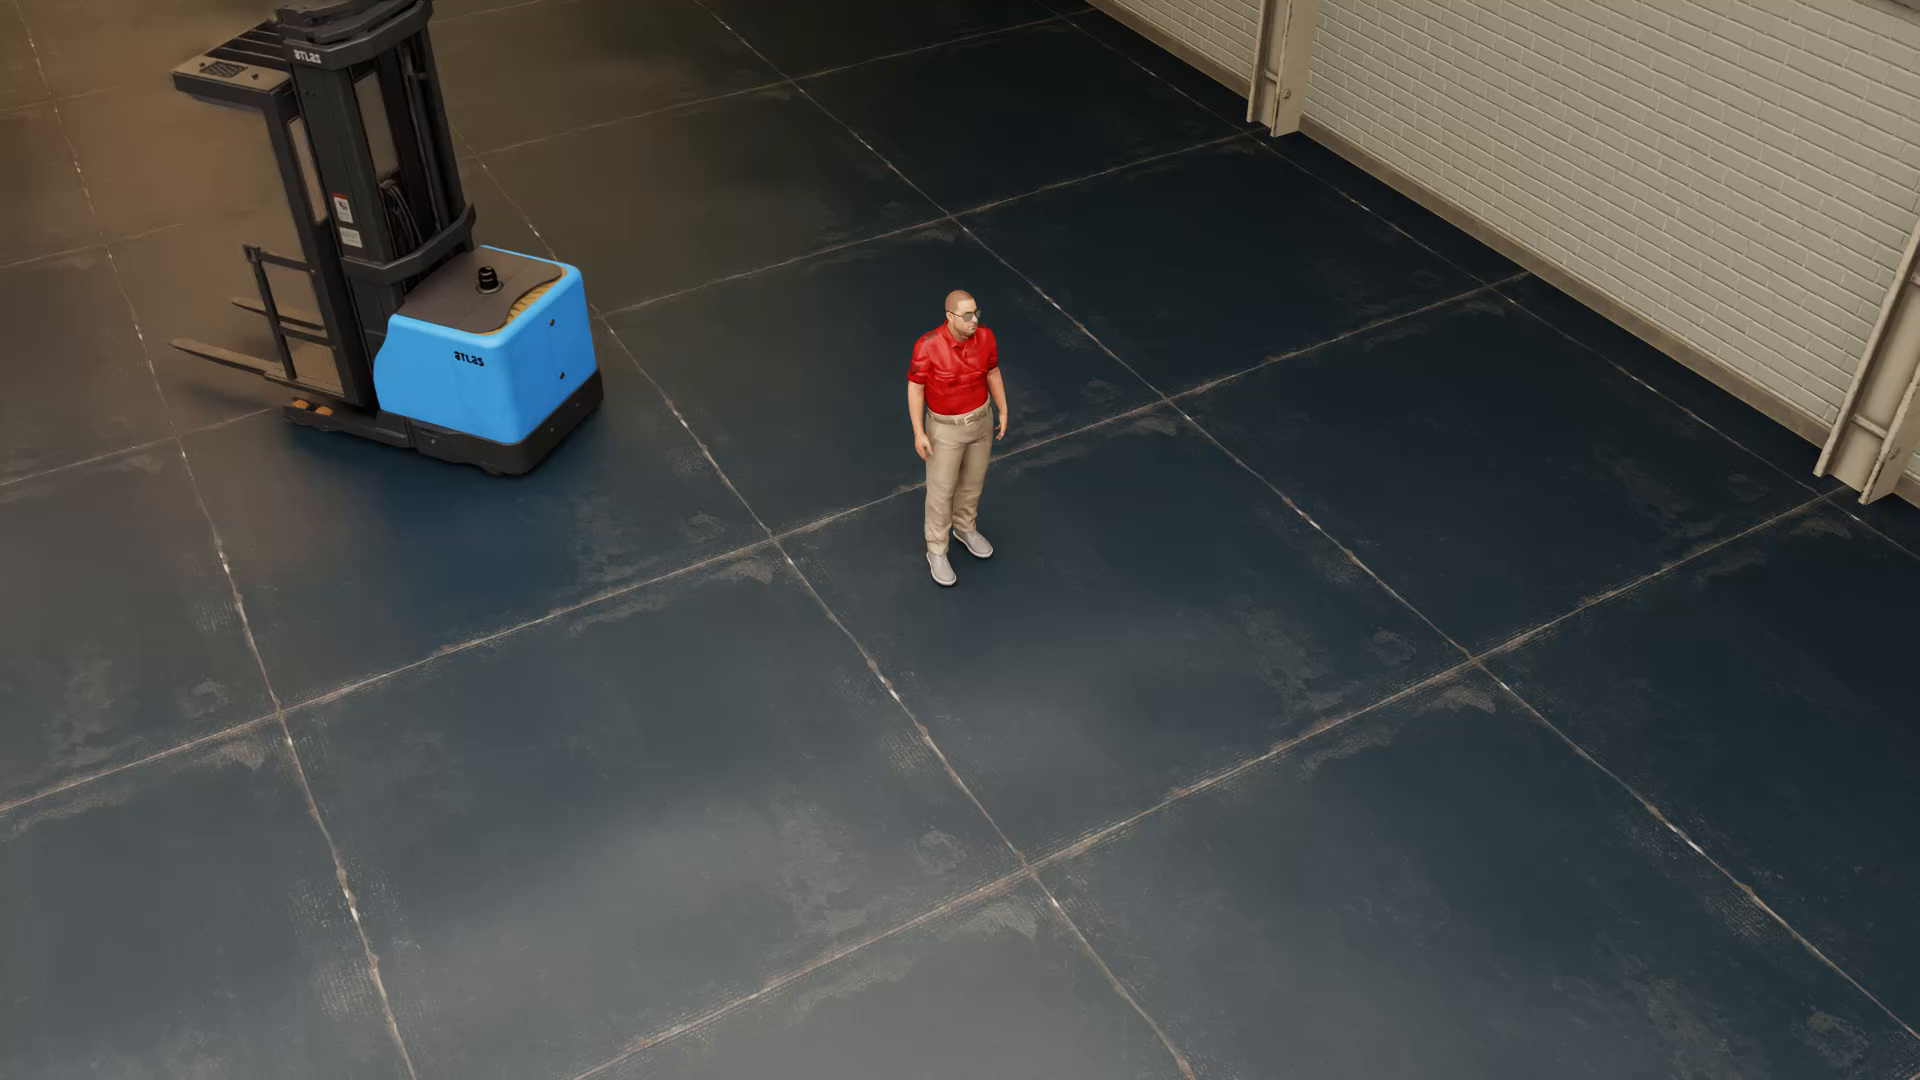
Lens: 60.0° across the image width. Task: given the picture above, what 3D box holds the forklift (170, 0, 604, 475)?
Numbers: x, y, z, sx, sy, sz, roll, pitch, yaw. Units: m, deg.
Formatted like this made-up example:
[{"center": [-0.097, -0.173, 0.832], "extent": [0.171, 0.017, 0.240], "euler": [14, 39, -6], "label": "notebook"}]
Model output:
[{"center": [-4.008, -2.155, 10.635], "extent": [3.031, 2.935, 1.130], "euler": [15, 42, 17], "label": "forklift"}]

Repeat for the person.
[{"center": [0.035, -0.618, 9.710], "extent": [0.641, 1.728, 0.550], "euler": [-20, 44, -23], "label": "person"}]
